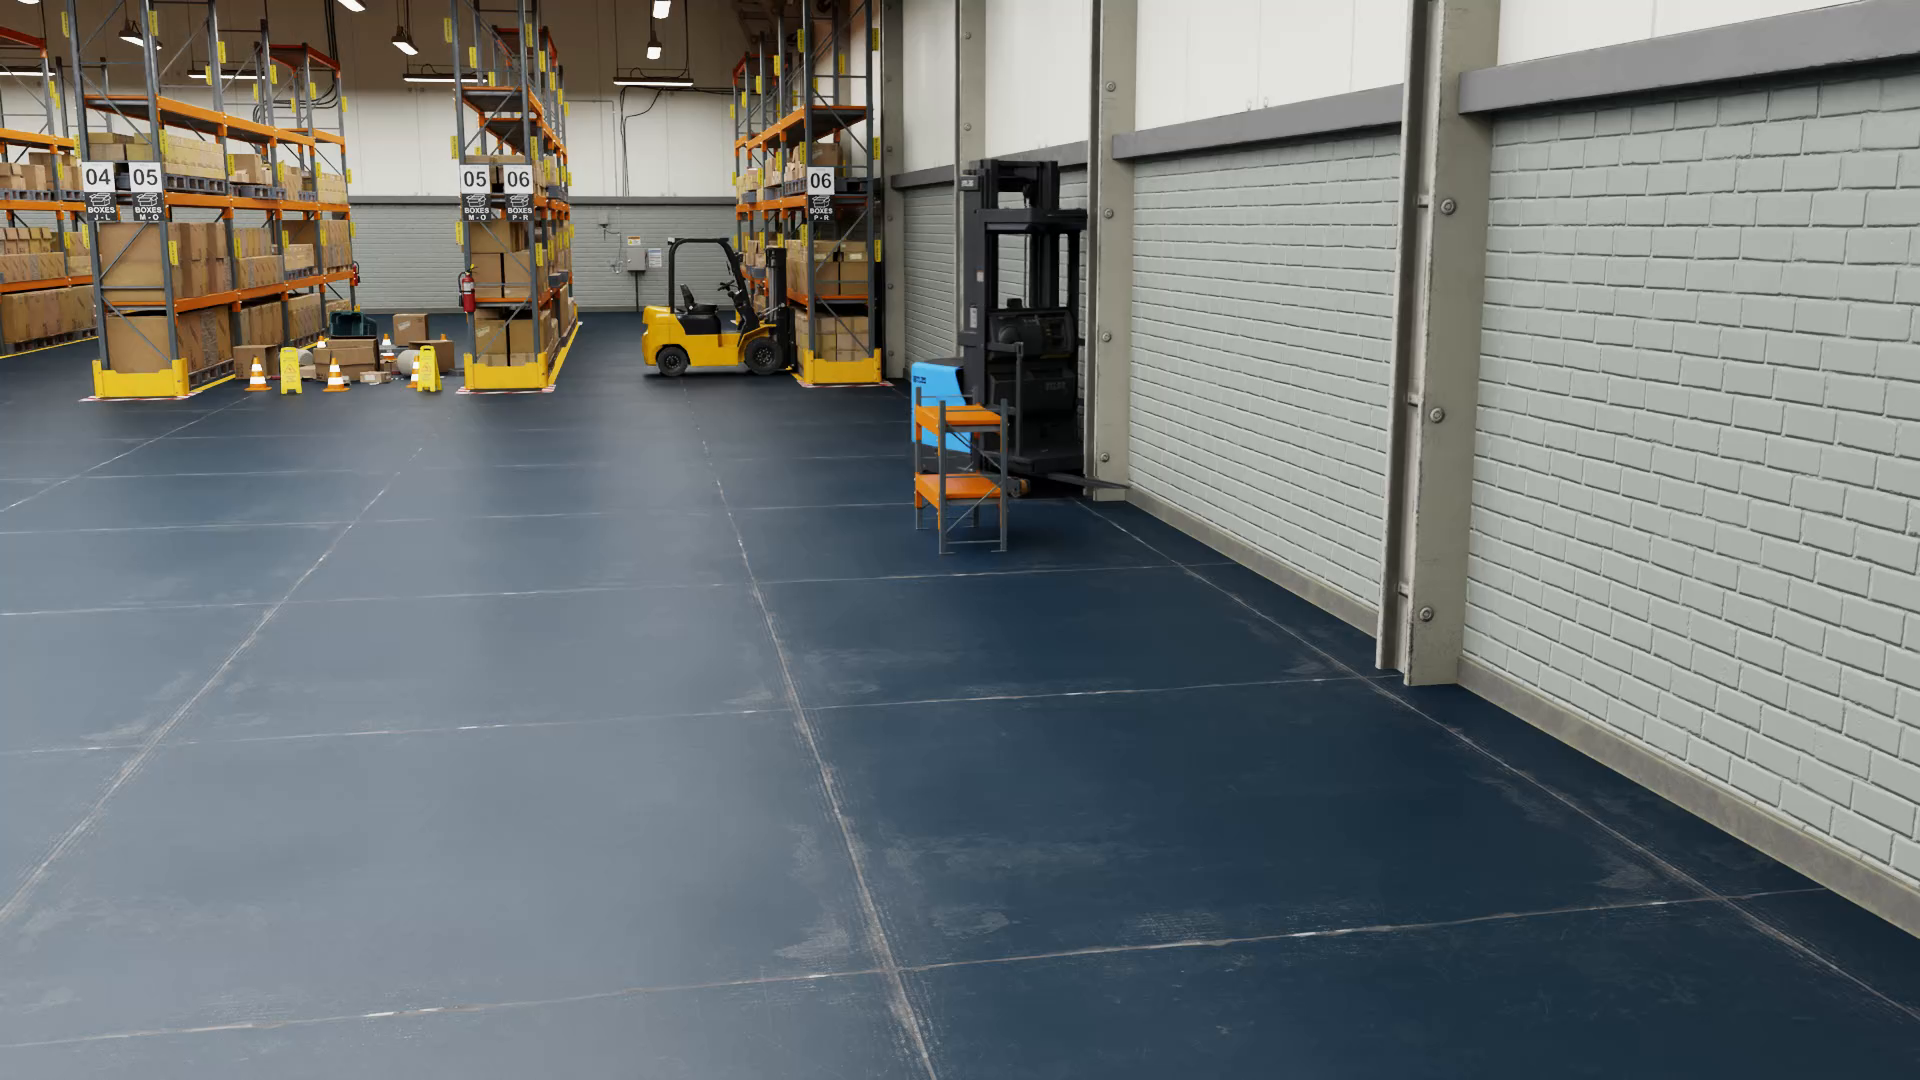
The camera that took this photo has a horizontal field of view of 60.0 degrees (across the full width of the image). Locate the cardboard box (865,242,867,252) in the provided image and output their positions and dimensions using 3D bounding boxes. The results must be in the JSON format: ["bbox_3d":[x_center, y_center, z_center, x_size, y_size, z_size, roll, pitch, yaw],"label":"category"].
[{"bbox_3d":[-1.641,-4.528,25.667,0.380,0.149,0.250,-2,11,-9],"label":"cardboard box"}]

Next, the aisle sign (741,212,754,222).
[{"bbox_3d":[-5.208,-8.107,40.317,0.394,0.787,0.004,-2,11,-11],"label":"aisle sign"}]

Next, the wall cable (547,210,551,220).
[{"bbox_3d":[-10.895,-8.195,44.929,0.585,1.953,0.123,-2,11,-11],"label":"wall cable"}]

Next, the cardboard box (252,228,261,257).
[{"bbox_3d":[-12.776,-5.252,29.328,0.700,0.500,0.500,-2,11,-12],"label":"cardboard box"}]

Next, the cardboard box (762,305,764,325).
[{"bbox_3d":[-3.836,-4.597,34.390,0.500,0.500,0.500,-2,11,-9],"label":"cardboard box"}]

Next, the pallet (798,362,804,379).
[{"bbox_3d":[-1.985,-2.663,26.122,1.003,0.211,1.213,-2,11,-11],"label":"pallet"}]

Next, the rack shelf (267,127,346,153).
[{"bbox_3d":[-14.222,-8.674,36.134,1.077,0.370,4.000,-2,11,-11],"label":"rack shelf"}]

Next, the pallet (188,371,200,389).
[{"bbox_3d":[-11.731,-2.288,24.154,1.003,0.211,1.213,-2,11,-11],"label":"pallet"}]

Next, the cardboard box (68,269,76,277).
[{"bbox_3d":[-18.449,-5.496,34.222,0.380,0.149,0.250,-2,11,-11],"label":"cardboard box"}]

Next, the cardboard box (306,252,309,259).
[{"bbox_3d":[-13.464,-5.784,33.818,0.380,0.149,0.250,-2,11,-9],"label":"cardboard box"}]

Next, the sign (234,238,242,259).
[{"bbox_3d":[-11.733,-4.732,27.011,0.100,0.325,0.005,-2,11,-11],"label":"sign"}]

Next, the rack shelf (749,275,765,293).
[{"bbox_3d":[-3.740,-5.375,34.836,1.077,0.370,4.000,-2,11,-11],"label":"rack shelf"}]

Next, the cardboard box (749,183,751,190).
[{"bbox_3d":[-4.219,-7.397,34.796,0.380,0.149,0.250,-2,11,-10],"label":"cardboard box"}]

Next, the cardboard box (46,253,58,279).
[{"bbox_3d":[-18.270,-5.435,32.964,0.500,0.500,0.500,-2,11,-9],"label":"cardboard box"}]

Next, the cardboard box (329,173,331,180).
[{"bbox_3d":[-13.924,-7.909,36.202,0.380,0.149,0.250,-2,11,-13],"label":"cardboard box"}]

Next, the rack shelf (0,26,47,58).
[{"bbox_3d":[-18.329,-9.413,31.119,1.077,0.370,4.000,-2,11,-11],"label":"rack shelf"}]

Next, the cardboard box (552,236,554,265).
[{"bbox_3d":[-7.349,-5.036,28.948,0.500,0.500,0.500,-2,11,-11],"label":"cardboard box"}]

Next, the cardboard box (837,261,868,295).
[{"bbox_3d":[-1.619,-4.044,25.654,0.500,0.500,0.500,-2,11,-9],"label":"cardboard box"}]

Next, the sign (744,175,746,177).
[{"bbox_3d":[-4.660,-7.801,36.256,0.100,0.325,0.005,-2,11,-11],"label":"sign"}]

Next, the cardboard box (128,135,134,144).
[{"bbox_3d":[-12.046,-5.701,23.754,0.380,0.149,0.250,-2,11,-10],"label":"cardboard box"}]

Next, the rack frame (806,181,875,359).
[{"bbox_3d":[-1.795,-3.894,25.132,1.000,3.000,0.127,-2,11,-11],"label":"rack frame"}]

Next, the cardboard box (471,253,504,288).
[{"bbox_3d":[-7.039,-3.997,24.614,0.500,0.500,0.500,-2,11,-12],"label":"cardboard box"}]

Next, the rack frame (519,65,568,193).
[{"bbox_3d":[-9.775,-9.594,39.037,1.000,3.000,0.127,-2,11,-11],"label":"rack frame"}]

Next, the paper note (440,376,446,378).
[{"bbox_3d":[-8.148,-2.563,26.082,0.142,0.019,0.148,-6,13,-31],"label":"paper note"}]

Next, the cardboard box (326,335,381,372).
[{"bbox_3d":[-9.678,-2.954,26.510,0.797,0.637,0.503,-2,11,-11],"label":"cardboard box"}]

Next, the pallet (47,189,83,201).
[{"bbox_3d":[-18.867,-7.134,34.369,1.003,0.211,1.213,-2,11,-11],"label":"pallet"}]

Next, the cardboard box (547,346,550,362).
[{"bbox_3d":[-6.759,-2.920,26.245,0.500,0.250,0.500,-1,11,-7],"label":"cardboard box"}]

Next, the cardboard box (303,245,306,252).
[{"bbox_3d":[-13.411,-5.879,33.519,0.380,0.149,0.250,-2,11,-11],"label":"cardboard box"}]

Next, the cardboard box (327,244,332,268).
[{"bbox_3d":[-13.785,-6.101,35.664,0.500,0.500,0.500,-2,11,-11],"label":"cardboard box"}]

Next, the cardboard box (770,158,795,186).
[{"bbox_3d":[-3.251,-6.811,30.778,0.500,0.500,0.500,-2,11,-10],"label":"cardboard box"}]

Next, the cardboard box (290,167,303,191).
[{"bbox_3d":[-13.867,-7.371,33.985,0.700,0.500,0.500,-2,11,-11],"label":"cardboard box"}]

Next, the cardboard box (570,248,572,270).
[{"bbox_3d":[-9.422,-6.617,39.175,0.500,0.500,0.500,-2,11,-11],"label":"cardboard box"}]

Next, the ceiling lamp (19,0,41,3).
[{"bbox_3d":[-14.433,-9.976,25.432,0.800,3.185,2.000,-2,11,-11],"label":"ceiling lamp"}]

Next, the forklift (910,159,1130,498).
[{"bbox_3d":[0.771,-1.914,14.912,1.130,2.935,3.031,-7,13,-34],"label":"forklift"}]

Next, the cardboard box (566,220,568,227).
[{"bbox_3d":[-9.303,-7.358,38.654,0.380,0.149,0.250,-2,11,-12],"label":"cardboard box"}]

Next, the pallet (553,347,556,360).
[{"bbox_3d":[-7.594,-3.219,29.046,1.003,0.211,1.213,-2,11,-11],"label":"pallet"}]

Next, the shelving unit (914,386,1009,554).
[{"bbox_3d":[-0.001,-0.554,12.598,0.538,1.125,1.048,-2,11,-11],"label":"shelving unit"}]

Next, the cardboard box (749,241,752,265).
[{"bbox_3d":[-4.154,-6.158,35.639,0.700,0.500,0.500,-2,11,-10],"label":"cardboard box"}]

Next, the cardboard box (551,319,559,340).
[{"bbox_3d":[-8.119,-3.991,31.549,0.950,0.372,0.625,-3,11,-15],"label":"cardboard box"}]

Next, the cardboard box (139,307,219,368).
[{"bbox_3d":[-12.044,-3.127,25.664,0.875,0.875,0.875,-2,11,-11],"label":"cardboard box"}]

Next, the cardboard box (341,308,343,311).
[{"bbox_3d":[-13.981,-5.077,37.053,0.380,0.149,0.250,-2,11,-8],"label":"cardboard box"}]

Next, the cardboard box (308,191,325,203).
[{"bbox_3d":[-13.664,-7.209,34.931,0.500,0.250,0.500,-2,11,-8],"label":"cardboard box"}]

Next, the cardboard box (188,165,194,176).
[{"bbox_3d":[-11.497,-5.426,24.439,0.380,0.149,0.250,-2,11,-11],"label":"cardboard box"}]

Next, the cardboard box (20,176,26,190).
[{"bbox_3d":[-18.593,-6.985,32.465,0.500,0.311,0.500,-3,11,-13],"label":"cardboard box"}]

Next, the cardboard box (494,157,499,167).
[{"bbox_3d":[-7.098,-5.649,24.871,0.380,0.149,0.250,-2,11,-11],"label":"cardboard box"}]

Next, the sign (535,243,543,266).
[{"bbox_3d":[-6.131,-4.158,24.203,0.100,0.325,0.005,-2,11,-11],"label":"sign"}]

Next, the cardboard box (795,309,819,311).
[{"bbox_3d":[-2.589,-3.689,27.613,0.500,0.250,0.500,-2,11,-9],"label":"cardboard box"}]

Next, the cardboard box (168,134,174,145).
[{"bbox_3d":[-11.300,-5.630,23.381,0.380,0.149,0.250,-2,11,-11],"label":"cardboard box"}]

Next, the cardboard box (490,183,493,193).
[{"bbox_3d":[-7.007,-5.118,24.214,0.380,0.149,0.250,-2,11,-11],"label":"cardboard box"}]

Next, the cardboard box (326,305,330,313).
[{"bbox_3d":[-13.692,-4.937,35.521,0.380,0.149,0.250,-2,11,-8],"label":"cardboard box"}]

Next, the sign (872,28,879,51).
[{"bbox_3d":[-1.249,-7.397,24.569,0.100,0.325,0.005,-2,11,-11],"label":"sign"}]

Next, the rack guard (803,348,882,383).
[{"bbox_3d":[-1.790,-2.662,25.343,1.175,0.500,0.348,-2,11,-11],"label":"rack guard"}]
